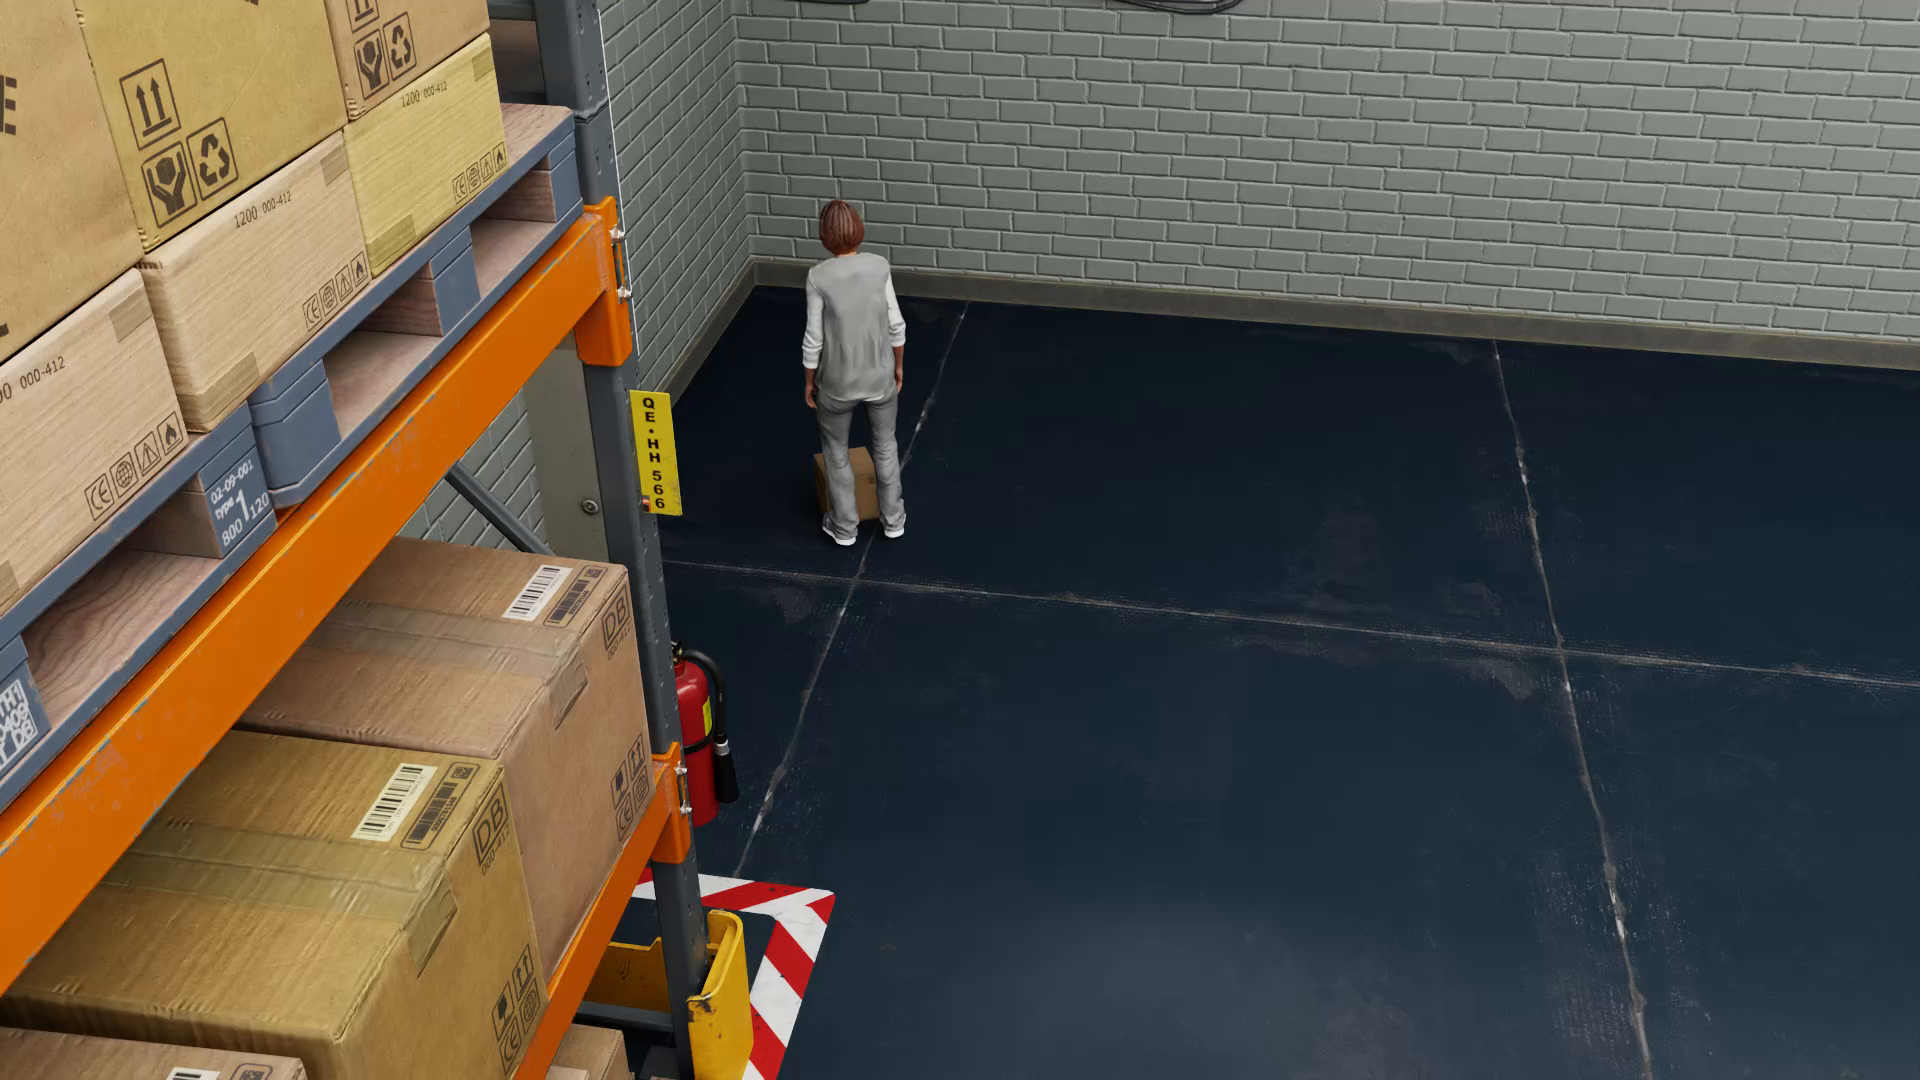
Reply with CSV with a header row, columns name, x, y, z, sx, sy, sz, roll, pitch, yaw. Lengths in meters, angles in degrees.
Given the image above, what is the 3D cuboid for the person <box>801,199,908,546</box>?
name,x,y,z,sx,sy,sz,roll,pitch,yaw
person,-0.450,-0.697,7.227,0.485,1.594,0.340,-10,34,-15
